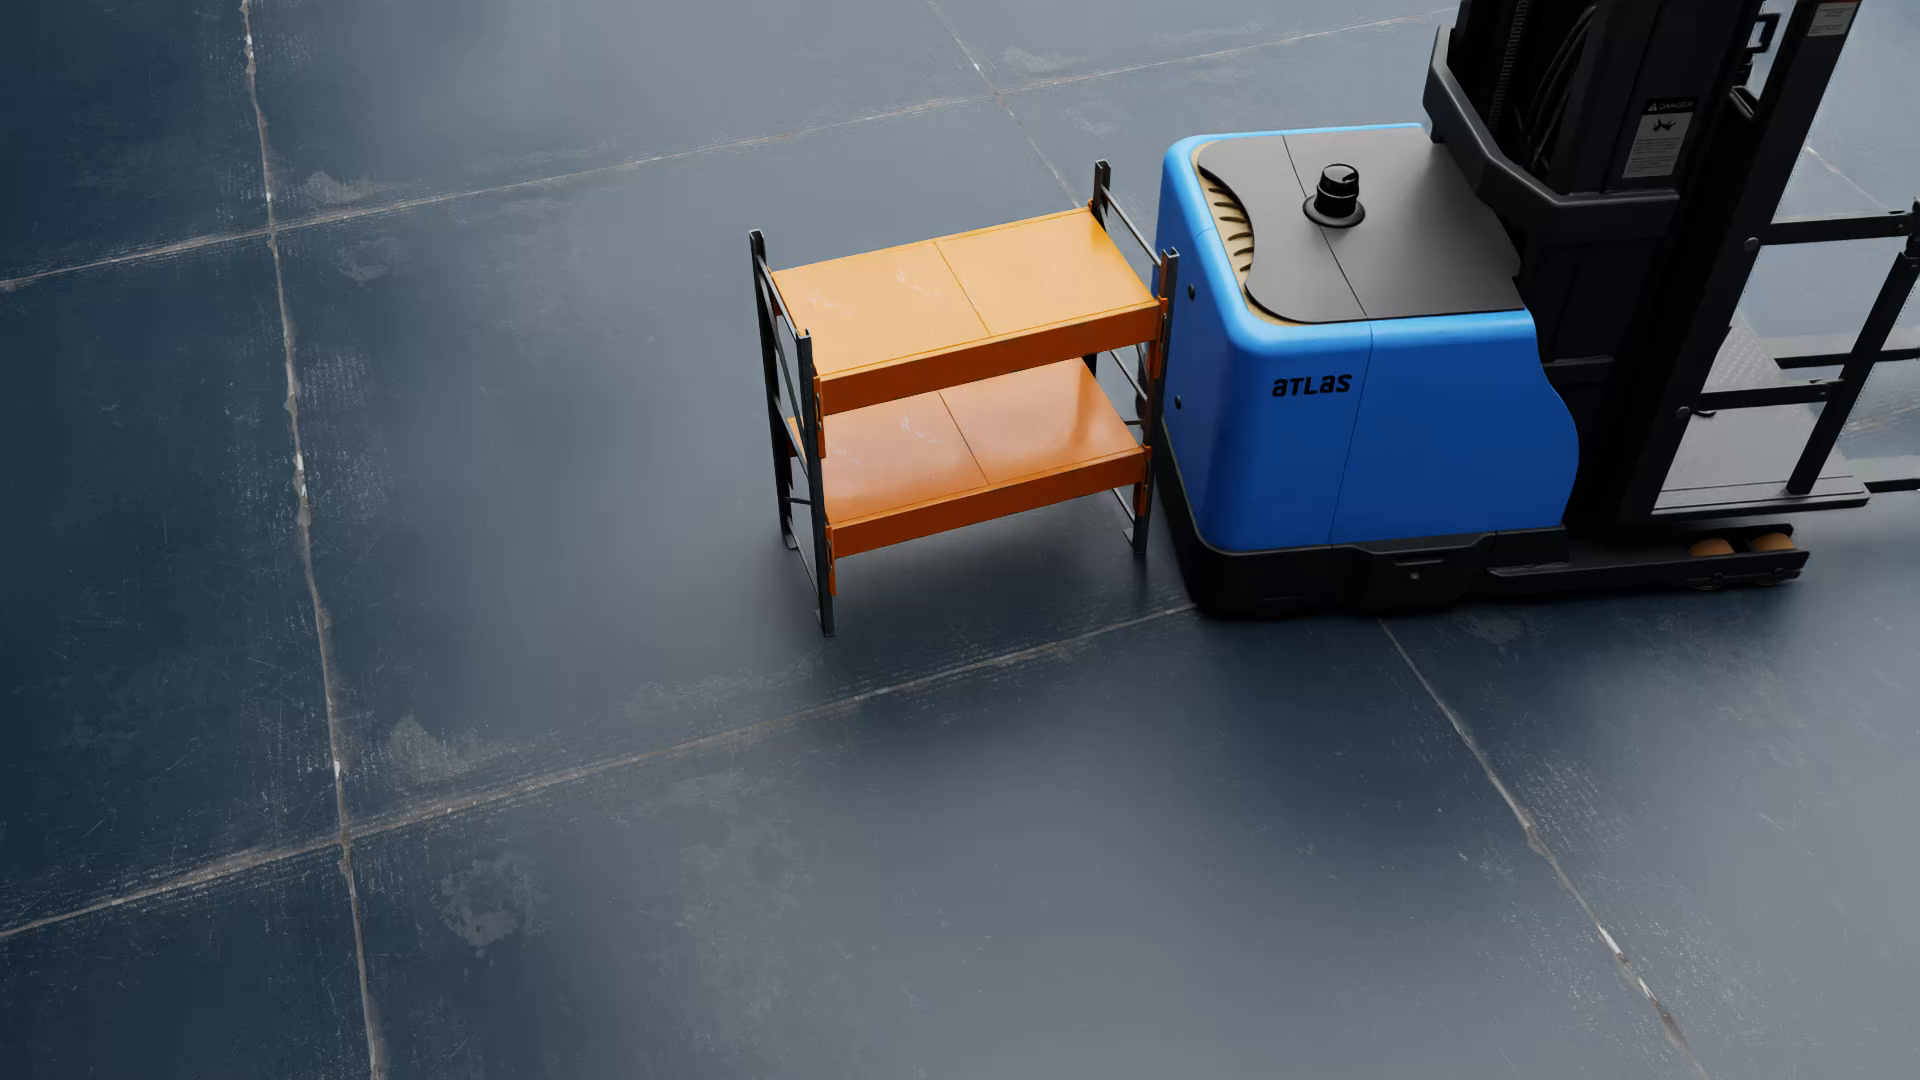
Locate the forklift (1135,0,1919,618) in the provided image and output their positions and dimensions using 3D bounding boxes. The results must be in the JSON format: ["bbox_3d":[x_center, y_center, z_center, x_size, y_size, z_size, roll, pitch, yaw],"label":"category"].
[{"bbox_3d":[2.142,-1.251,4.427,3.031,2.935,1.130,-5,45,-4],"label":"forklift"}]

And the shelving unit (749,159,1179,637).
[{"bbox_3d":[0.006,-0.399,4.853,1.048,1.125,0.538,-14,47,-14],"label":"shelving unit"}]

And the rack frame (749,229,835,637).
[{"bbox_3d":[-0.472,-0.276,4.731,0.032,1.125,0.500,-14,47,-14],"label":"rack frame"}]

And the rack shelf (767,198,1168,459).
[{"bbox_3d":[0.006,-0.605,4.646,1.000,0.278,0.538,-14,47,-14],"label":"rack shelf"}]

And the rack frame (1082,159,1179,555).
[{"bbox_3d":[0.485,-0.521,4.975,0.032,1.125,0.500,-14,47,-14],"label":"rack frame"}]

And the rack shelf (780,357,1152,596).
[{"bbox_3d":[0.006,-0.226,5.026,1.000,0.278,0.538,-14,47,-14],"label":"rack shelf"}]
